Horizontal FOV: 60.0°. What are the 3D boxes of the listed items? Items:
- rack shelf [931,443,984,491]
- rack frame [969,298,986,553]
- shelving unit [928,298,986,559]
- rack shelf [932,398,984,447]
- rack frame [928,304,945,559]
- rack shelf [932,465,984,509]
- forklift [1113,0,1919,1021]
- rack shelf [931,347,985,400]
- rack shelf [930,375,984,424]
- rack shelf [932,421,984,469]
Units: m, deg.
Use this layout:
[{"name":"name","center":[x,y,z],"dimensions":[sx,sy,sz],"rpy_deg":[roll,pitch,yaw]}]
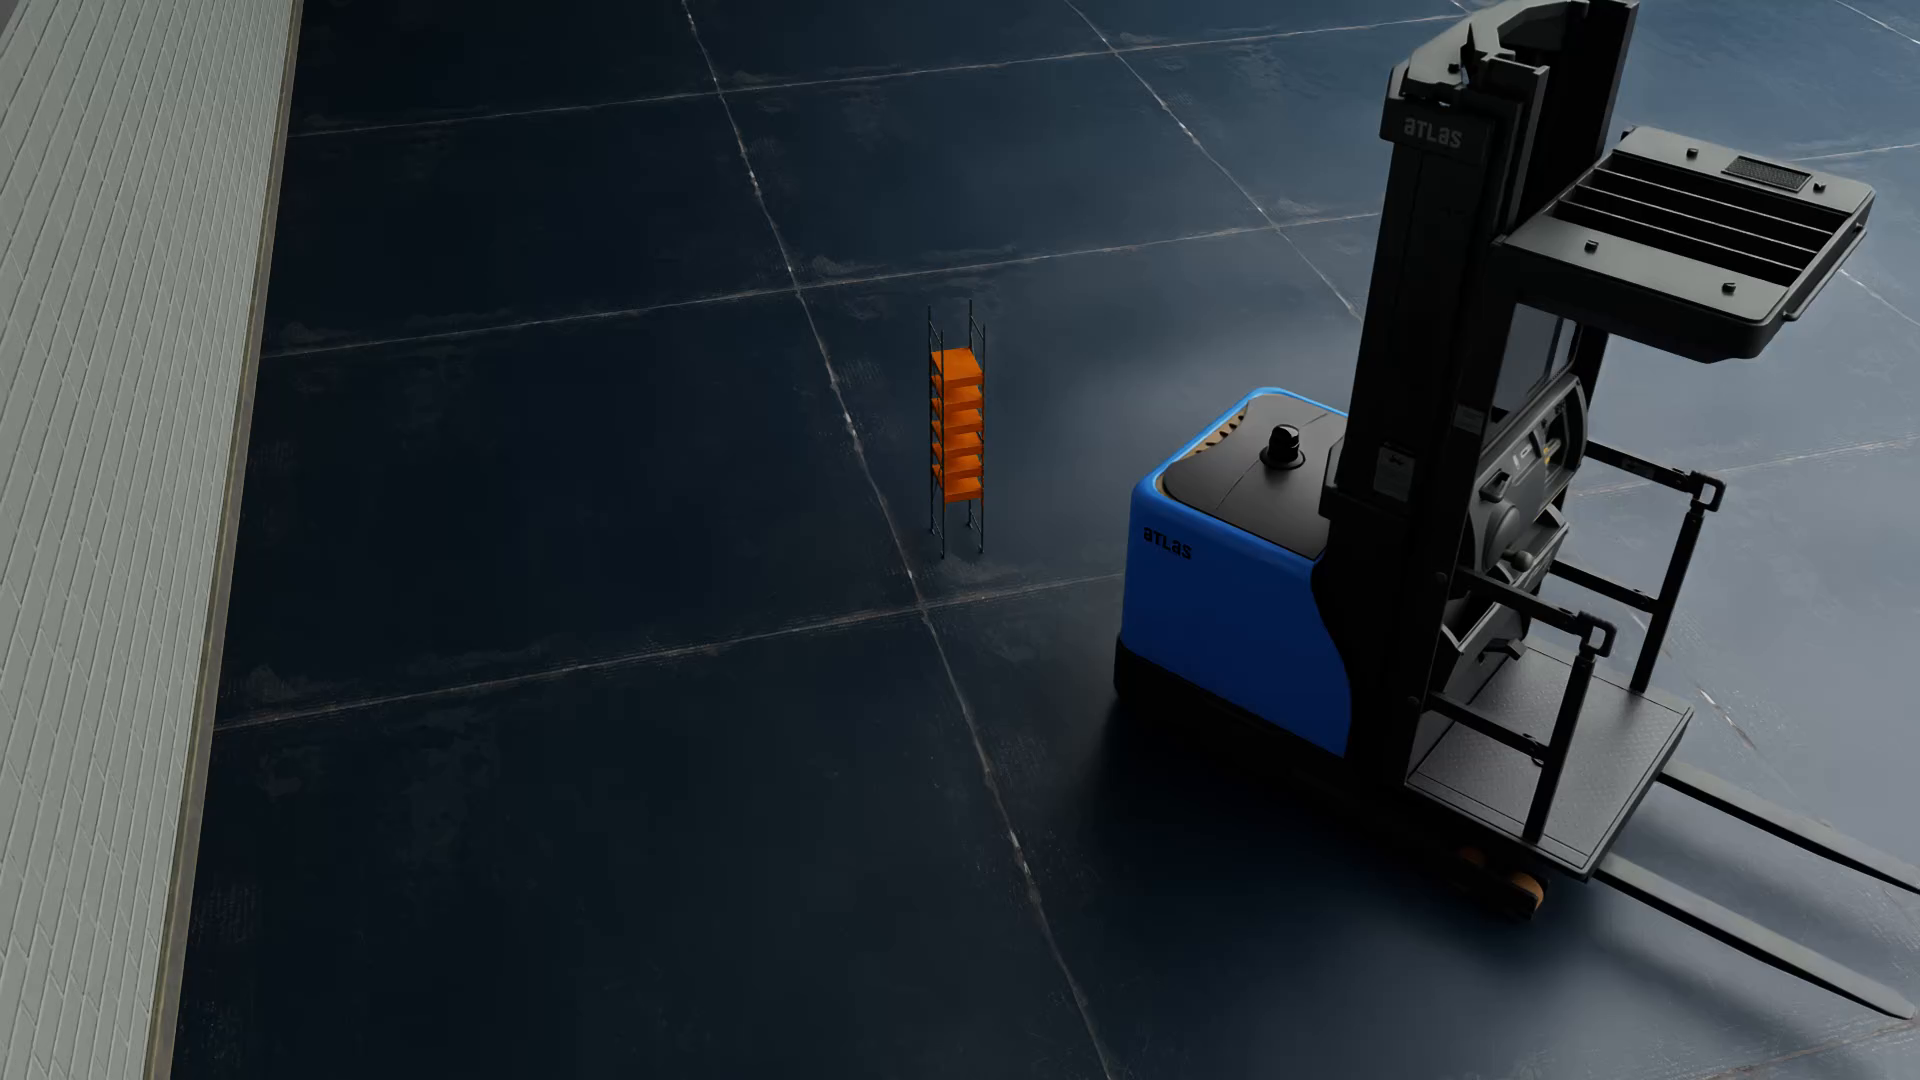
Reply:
[{"name":"rack shelf","center":[-0.014,-0.344,7.482],"dimensions":[0.180,0.103,0.258],"rpy_deg":[-9,38,-12]},{"name":"rack frame","center":[0.074,-0.489,7.401],"dimensions":[0.006,1.200,0.240],"rpy_deg":[-9,38,-12]},{"name":"shelving unit","center":[-0.014,-0.474,7.382],"dimensions":[0.189,1.200,0.258],"rpy_deg":[-9,38,-12]},{"name":"rack shelf","center":[-0.014,-0.534,7.337],"dimensions":[0.180,0.103,0.258],"rpy_deg":[-9,38,-12]},{"name":"rack frame","center":[-0.102,-0.460,7.364],"dimensions":[0.006,1.200,0.240],"rpy_deg":[-9,38,-12]},{"name":"rack shelf","center":[-0.014,-0.248,7.555],"dimensions":[0.180,0.103,0.258],"rpy_deg":[-9,38,-12]},{"name":"forklift","center":[2.097,-0.174,5.565],"dimensions":[3.031,2.935,1.130],"rpy_deg":[26,45,30]},{"name":"rack shelf","center":[-0.014,-0.725,7.191],"dimensions":[0.180,0.103,0.258],"rpy_deg":[-9,38,-12]},{"name":"rack shelf","center":[-0.014,-0.630,7.264],"dimensions":[0.180,0.103,0.258],"rpy_deg":[-9,38,-12]},{"name":"rack shelf","center":[-0.014,-0.439,7.409],"dimensions":[0.180,0.103,0.258],"rpy_deg":[-9,38,-12]}]
